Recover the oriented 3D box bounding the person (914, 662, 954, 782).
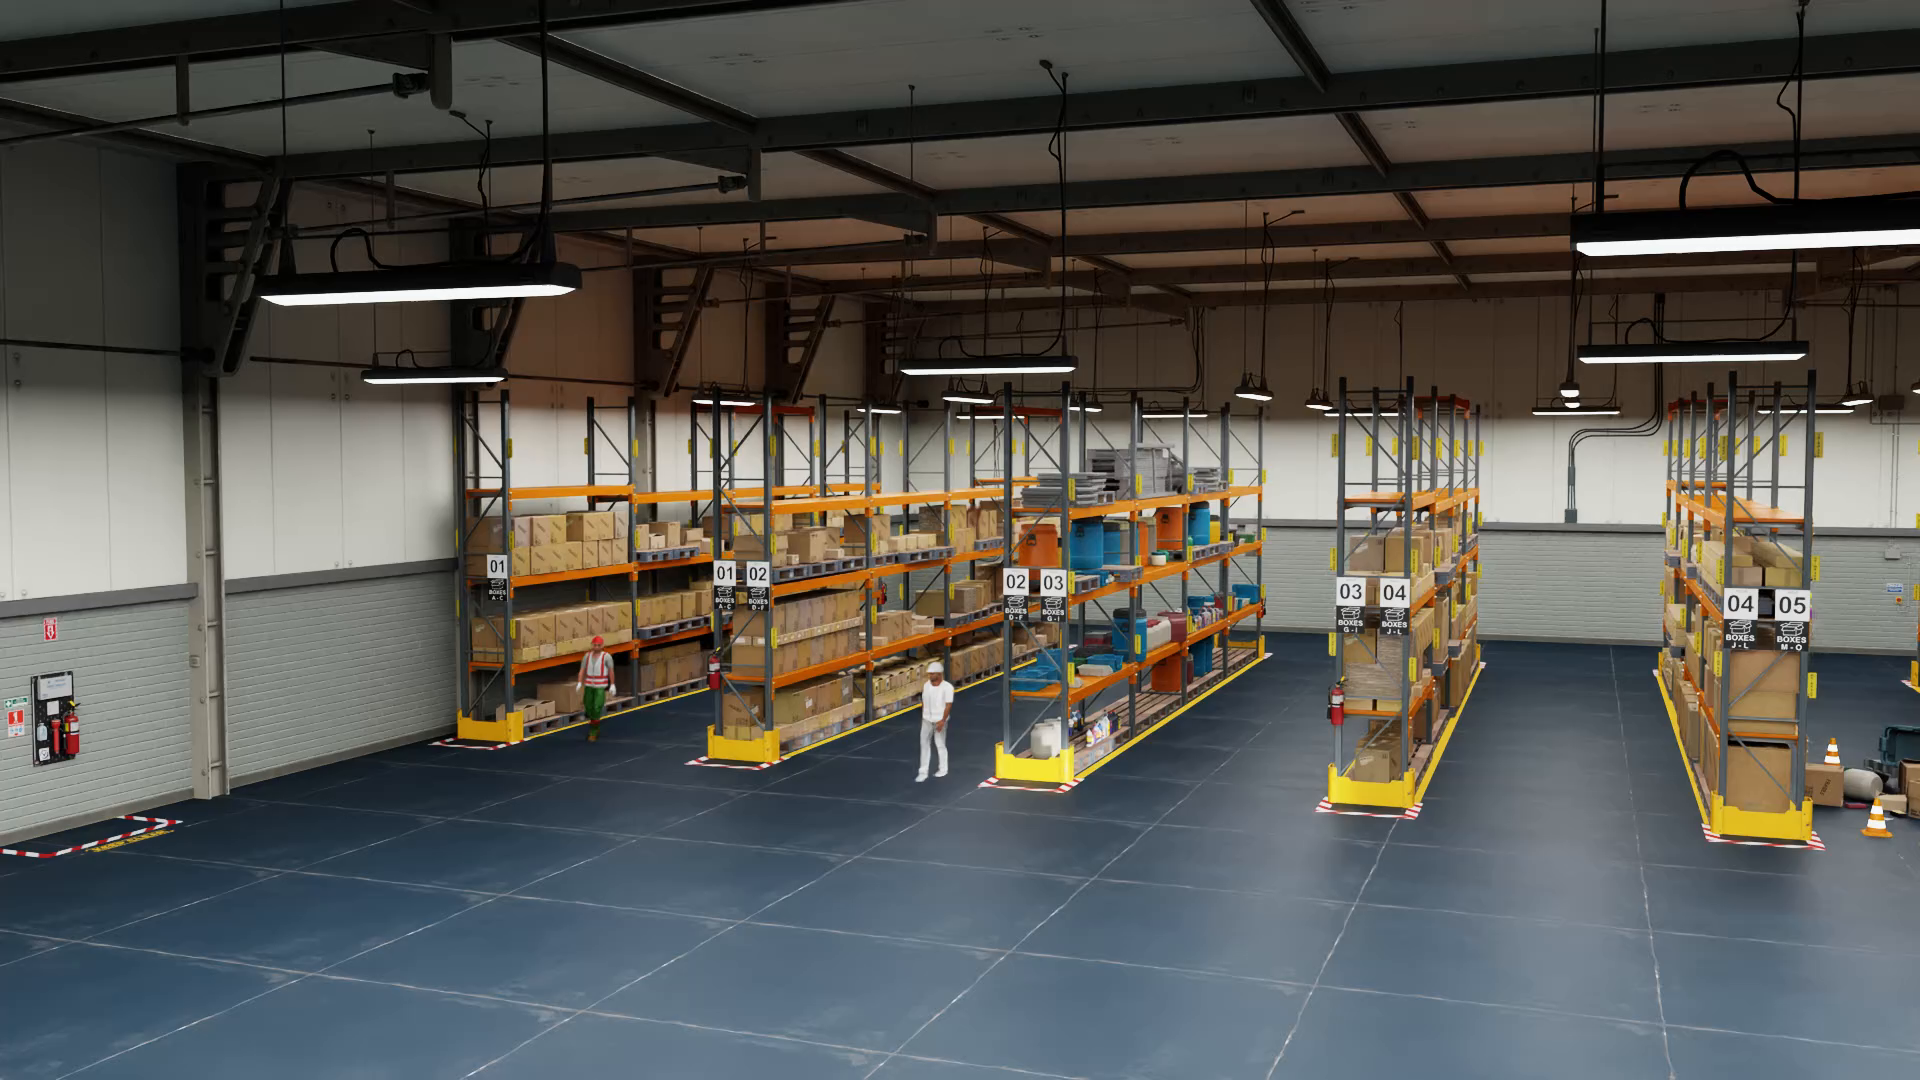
[{"bbox_3d":[-0.407,2.762,25.131,0.616,1.816,0.696,2,4,32],"label":"person"}]

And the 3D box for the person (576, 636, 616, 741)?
[{"bbox_3d":[-6.272,2.569,28.662,0.616,1.838,0.651,1,3,10],"label":"person"}]
